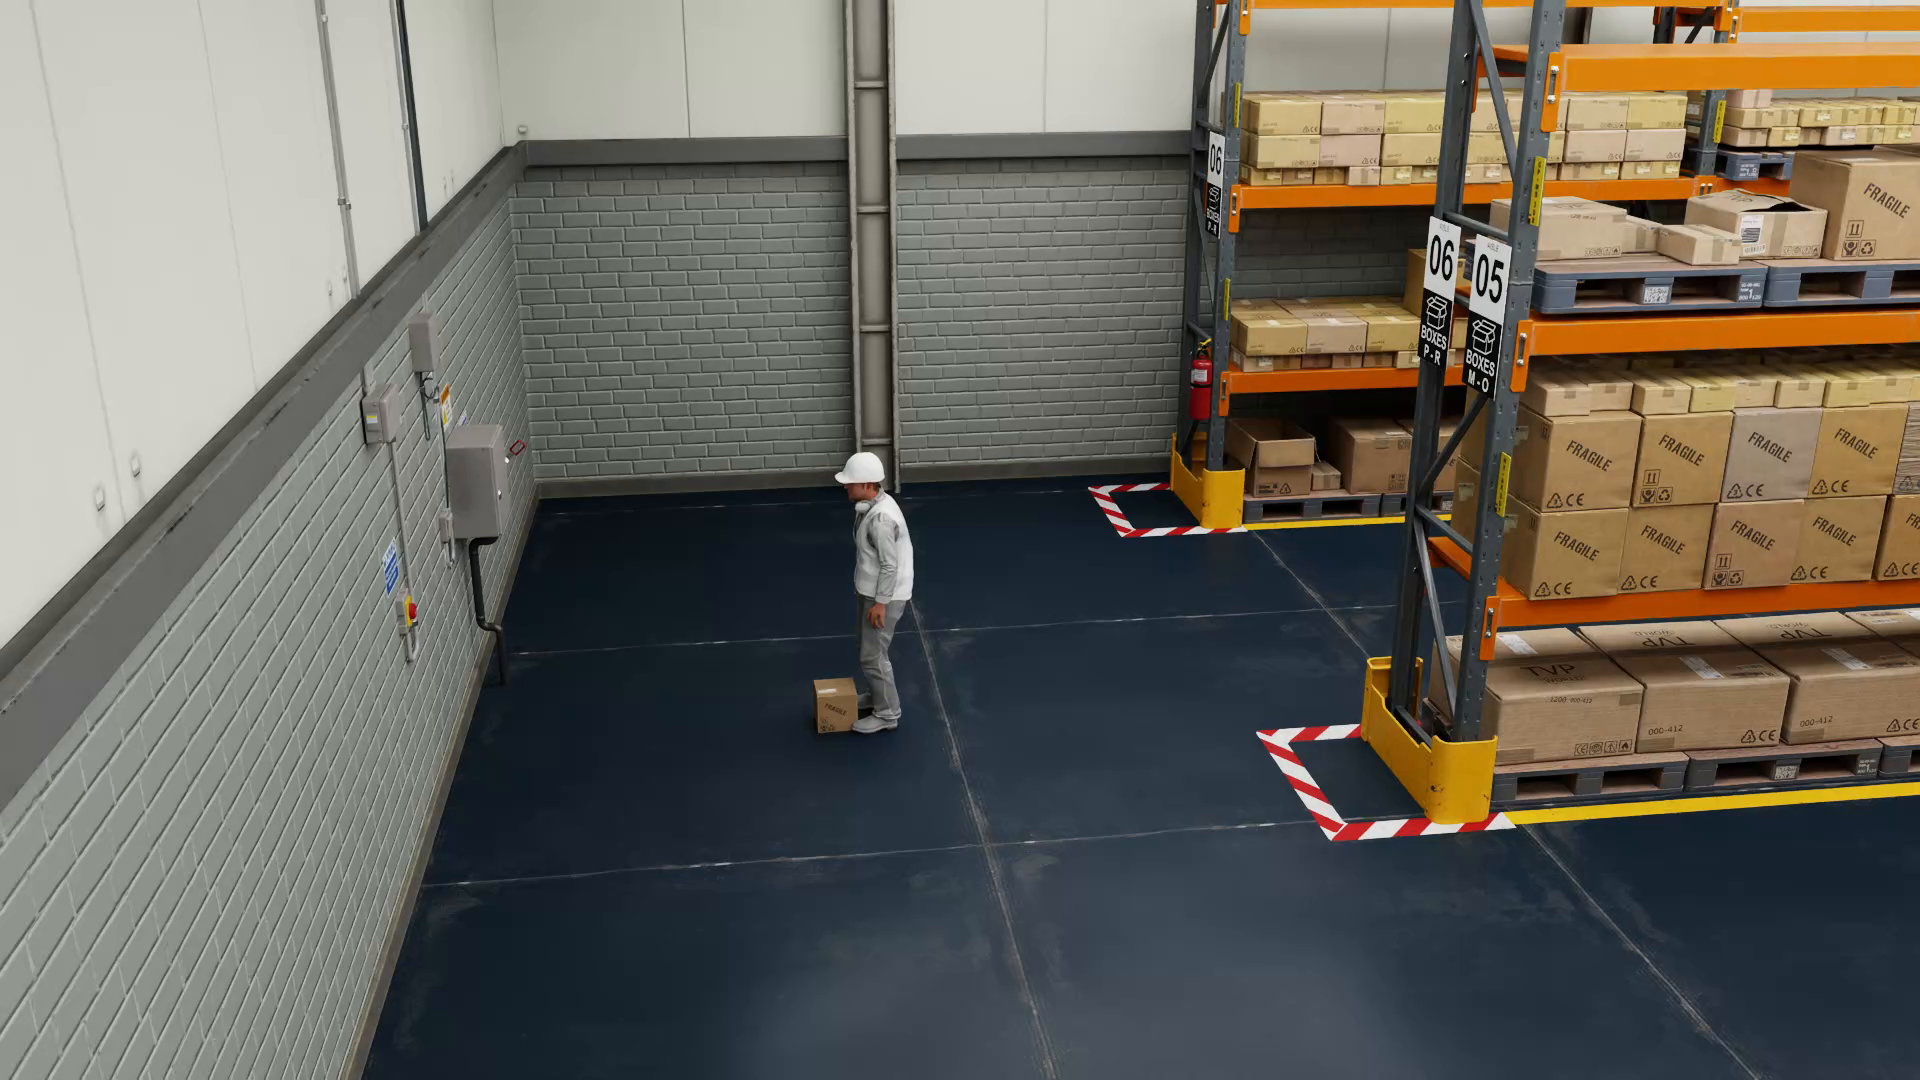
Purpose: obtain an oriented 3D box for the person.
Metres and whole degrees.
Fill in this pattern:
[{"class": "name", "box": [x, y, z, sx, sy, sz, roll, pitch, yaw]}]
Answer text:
[{"class": "person", "box": [-0.520, 0.306, 10.187, 0.462, 1.771, 0.594, -4, 20, -11]}]
